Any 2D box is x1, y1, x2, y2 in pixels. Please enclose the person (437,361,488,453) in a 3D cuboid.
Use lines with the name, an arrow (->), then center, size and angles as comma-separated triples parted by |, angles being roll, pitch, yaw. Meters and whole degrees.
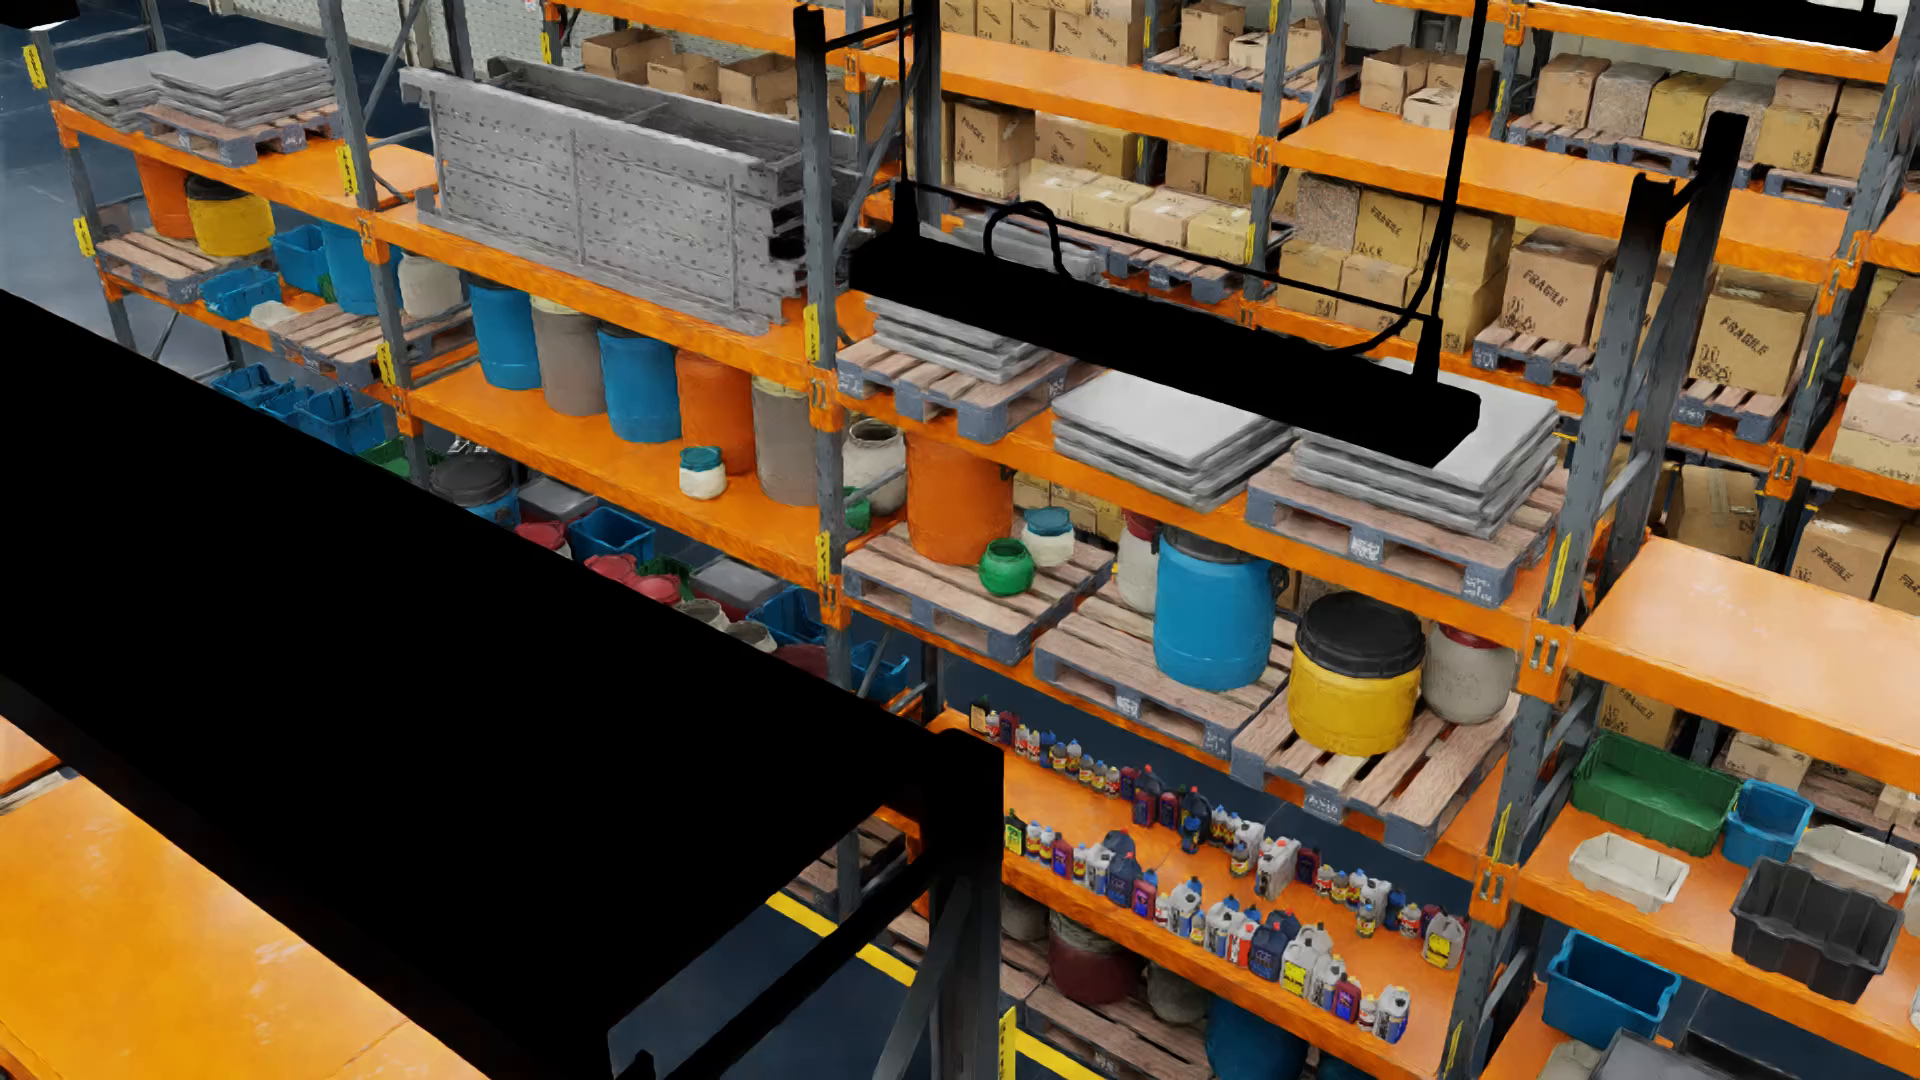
person -> -4.918, -1.564, 16.282 | 0.468, 1.599, 0.405 | 4, 32, 6
